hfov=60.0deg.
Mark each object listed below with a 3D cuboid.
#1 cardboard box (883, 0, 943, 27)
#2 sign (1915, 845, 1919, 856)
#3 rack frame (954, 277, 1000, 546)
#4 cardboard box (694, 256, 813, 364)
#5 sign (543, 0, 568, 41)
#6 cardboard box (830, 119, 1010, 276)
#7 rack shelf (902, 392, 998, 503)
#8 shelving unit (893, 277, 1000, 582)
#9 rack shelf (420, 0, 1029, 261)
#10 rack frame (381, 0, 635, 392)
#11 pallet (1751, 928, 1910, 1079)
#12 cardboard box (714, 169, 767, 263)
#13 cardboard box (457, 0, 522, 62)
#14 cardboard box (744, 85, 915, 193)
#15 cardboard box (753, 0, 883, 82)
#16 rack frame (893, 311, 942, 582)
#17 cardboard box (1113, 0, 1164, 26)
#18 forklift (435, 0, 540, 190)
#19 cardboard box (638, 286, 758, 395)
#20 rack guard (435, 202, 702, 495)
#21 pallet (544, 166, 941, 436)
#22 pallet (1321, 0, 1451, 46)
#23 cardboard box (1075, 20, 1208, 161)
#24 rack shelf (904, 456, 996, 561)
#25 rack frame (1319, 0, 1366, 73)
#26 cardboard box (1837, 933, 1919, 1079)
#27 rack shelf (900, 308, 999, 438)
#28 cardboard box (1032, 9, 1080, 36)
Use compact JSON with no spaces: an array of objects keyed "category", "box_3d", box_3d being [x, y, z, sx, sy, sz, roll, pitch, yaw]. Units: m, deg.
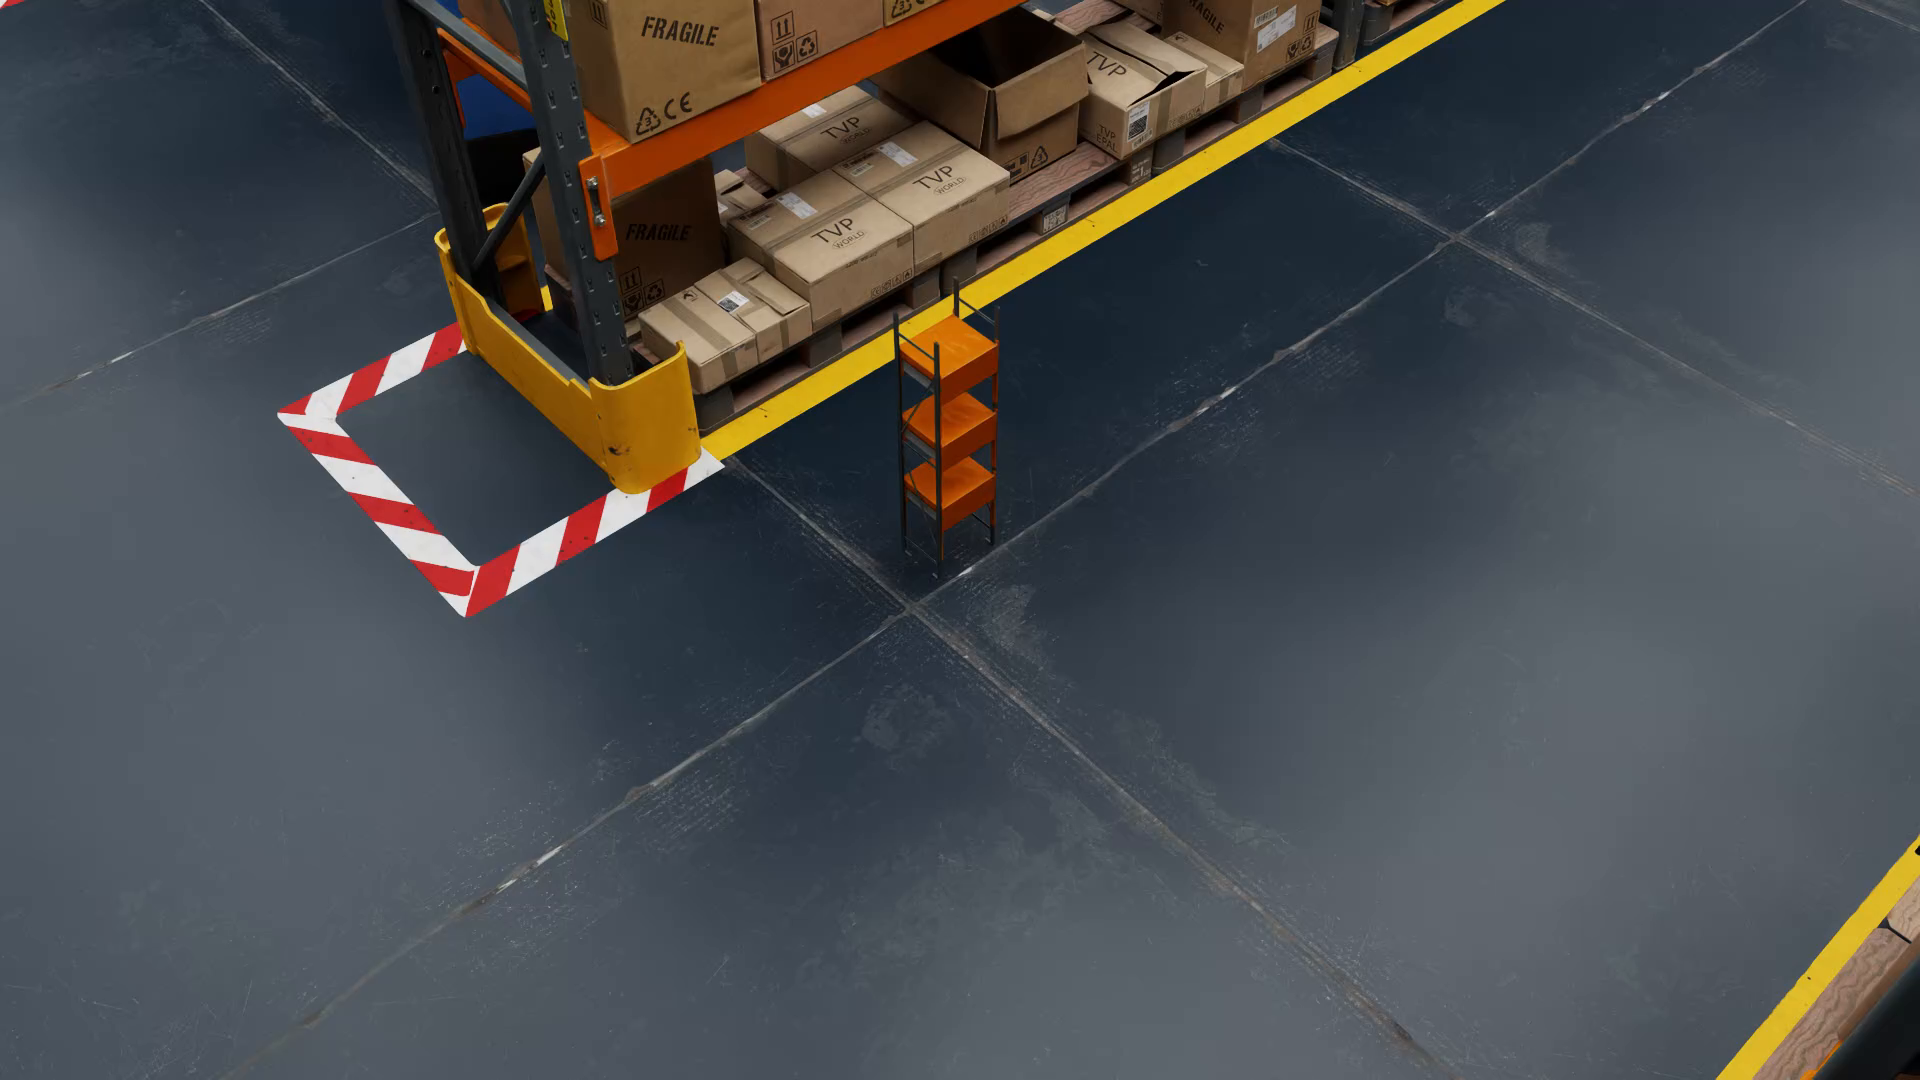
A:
[{"category":"cardboard box","box_3d":[-0.231,-2.138,5.614,0.500,0.500,0.500,-34,56,-27]},{"category":"sign","box_3d":[1.492,0.393,2.397,0.005,0.325,0.100,-34,56,-27]},{"category":"rack frame","box_3d":[0.051,-0.390,5.395,0.008,1.050,0.200,-34,56,-27]},{"category":"cardboard box","box_3d":[-0.762,-0.856,6.127,0.250,0.166,0.380,-34,56,-27]},{"category":"sign","box_3d":[-1.123,-1.522,4.525,0.005,0.325,0.100,-34,56,-27]},{"category":"cardboard box","box_3d":[-0.155,-1.350,6.526,0.500,0.250,0.500,-34,56,-27]},{"category":"rack shelf","box_3d":[-0.040,-0.322,5.348,0.240,0.259,0.215,-34,56,-27]},{"category":"shelving unit","box_3d":[-0.040,-0.330,5.340,0.252,1.050,0.215,-34,56,-27]},{"category":"rack shelf","box_3d":[-0.008,-2.269,6.292,4.000,0.370,1.077,-34,56,-27]},{"category":"rack frame","box_3d":[-1.488,-1.524,5.115,0.127,3.000,1.000,-34,56,-27]},{"category":"pallet","box_3d":[2.386,1.676,4.060,1.213,0.211,1.003,-34,56,-27]},{"category":"cardboard box","box_3d":[-0.891,-1.266,6.506,0.250,0.166,0.380,-34,56,-27]},{"category":"cardboard box","box_3d":[-1.340,-1.927,5.419,0.500,0.500,0.500,-32,55,-26]},{"category":"cardboard box","box_3d":[-0.528,-1.597,6.754,0.500,0.250,0.500,-34,56,-27]},{"category":"cardboard box","box_3d":[-0.604,-1.892,5.386,0.500,0.500,0.500,-34,56,-27]},{"category":"rack frame","box_3d":[-0.130,-0.269,5.284,0.008,1.050,0.200,-34,56,-27]},{"category":"cardboard box","box_3d":[1.015,-2.649,7.683,0.500,0.311,0.500,-34,56,-27]},{"category":"forklift","box_3d":[-2.137,-3.570,7.050,1.130,2.935,3.031,-14,49,-13]},{"category":"cardboard box","box_3d":[-0.947,-0.726,6.020,0.250,0.149,0.380,-34,56,-27]},{"category":"rack guard","box_3d":[-1.432,-0.714,6.068,0.348,0.500,1.175,-34,56,-27]},{"category":"pallet","box_3d":[-0.843,-1.010,6.539,1.213,0.211,1.003,-34,56,-27]},{"category":"pallet","box_3d":[2.048,-2.979,8.355,1.213,0.211,1.003,-34,56,-27]},{"category":"cardboard box","box_3d":[0.686,-1.932,7.022,0.500,0.311,0.500,-34,56,-27]},{"category":"rack shelf","box_3d":[-0.040,-0.134,5.552,0.240,0.259,0.215,-34,56,-27]},{"category":"rack frame","box_3d":[1.471,-3.501,6.940,0.127,3.000,1.000,-34,56,-27]},{"category":"cardboard box","box_3d":[2.218,0.809,2.759,0.700,0.700,0.980,-31,55,-26]},{"category":"rack shelf","box_3d":[-0.040,-0.515,5.139,0.240,0.259,0.215,-34,56,-27]},{"category":"cardboard box","box_3d":[0.382,-2.167,7.337,0.250,0.166,0.380,-34,56,-27]}]
